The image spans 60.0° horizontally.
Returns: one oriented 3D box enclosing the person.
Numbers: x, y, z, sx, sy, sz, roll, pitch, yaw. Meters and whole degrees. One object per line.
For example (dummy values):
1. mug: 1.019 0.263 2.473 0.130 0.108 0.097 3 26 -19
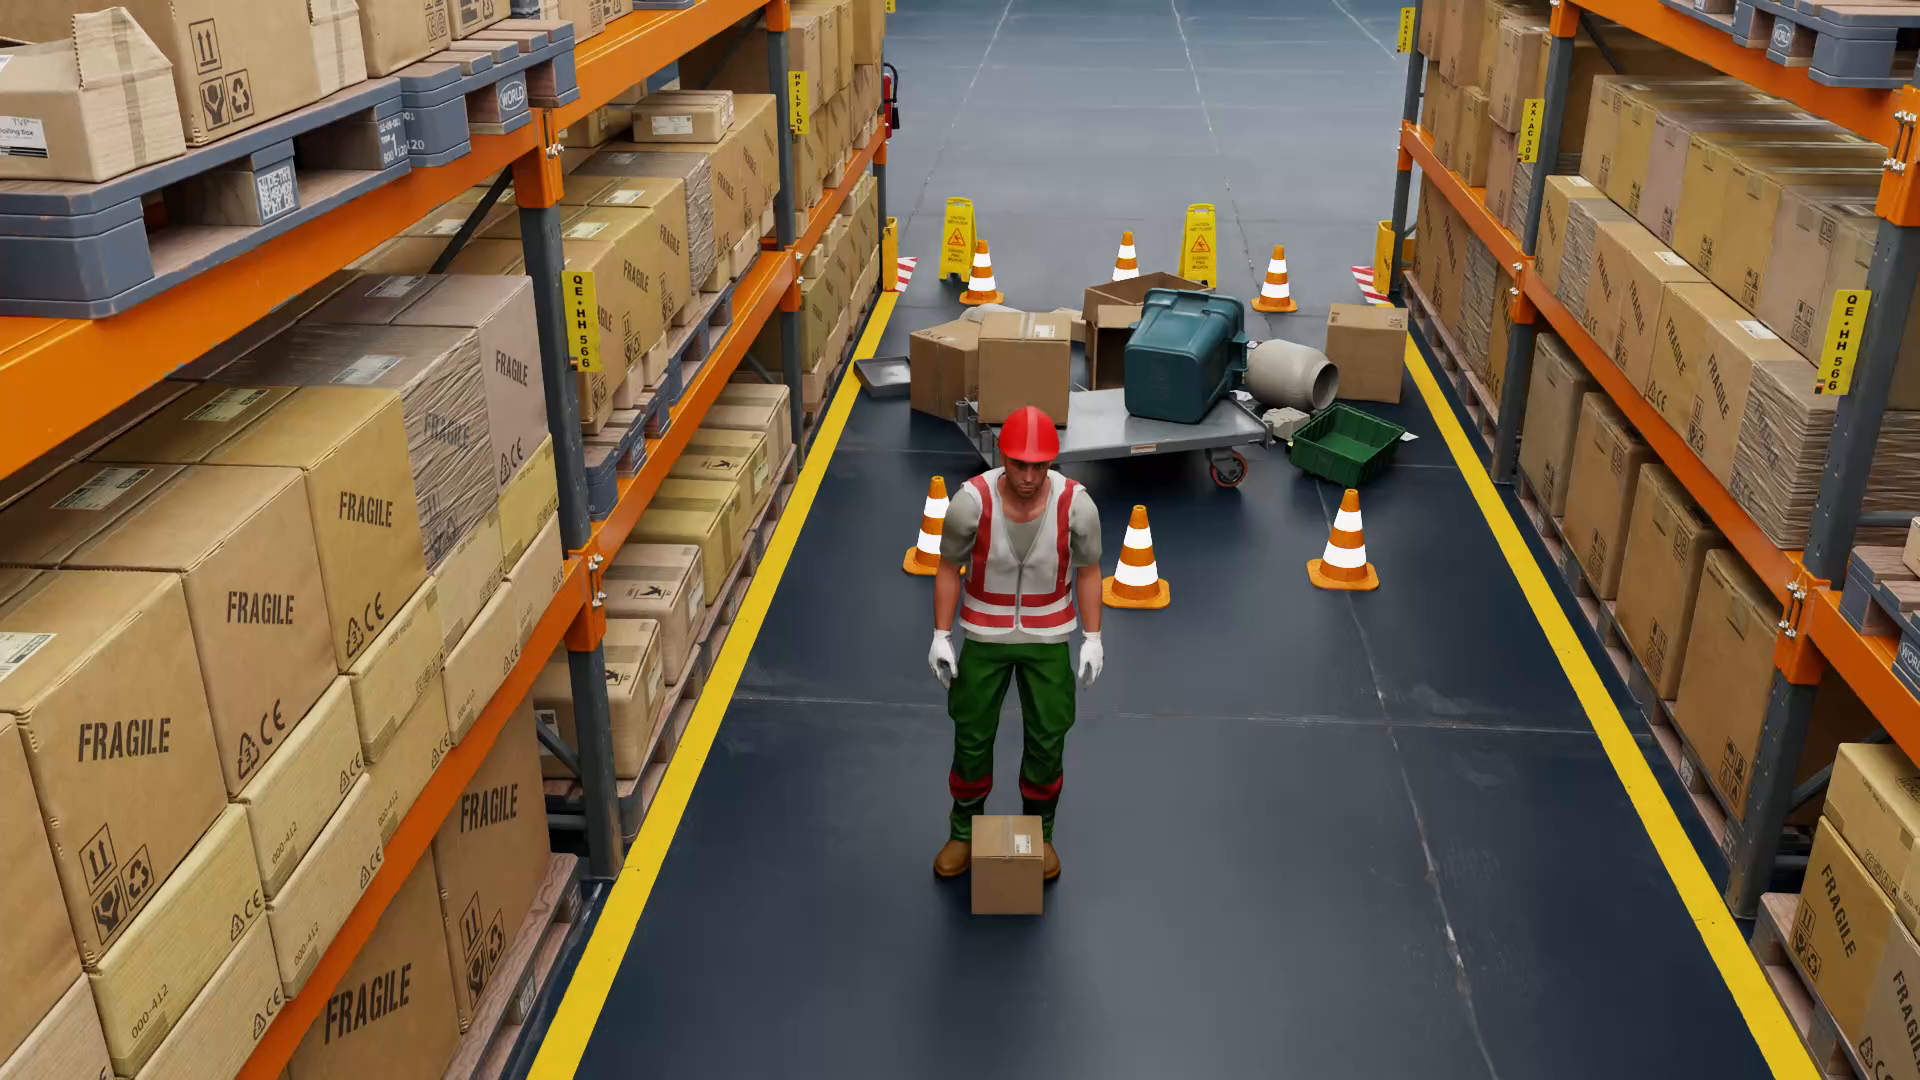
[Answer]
1. person: 0.199 0.363 5.782 0.618 1.779 0.452 0 24 1
